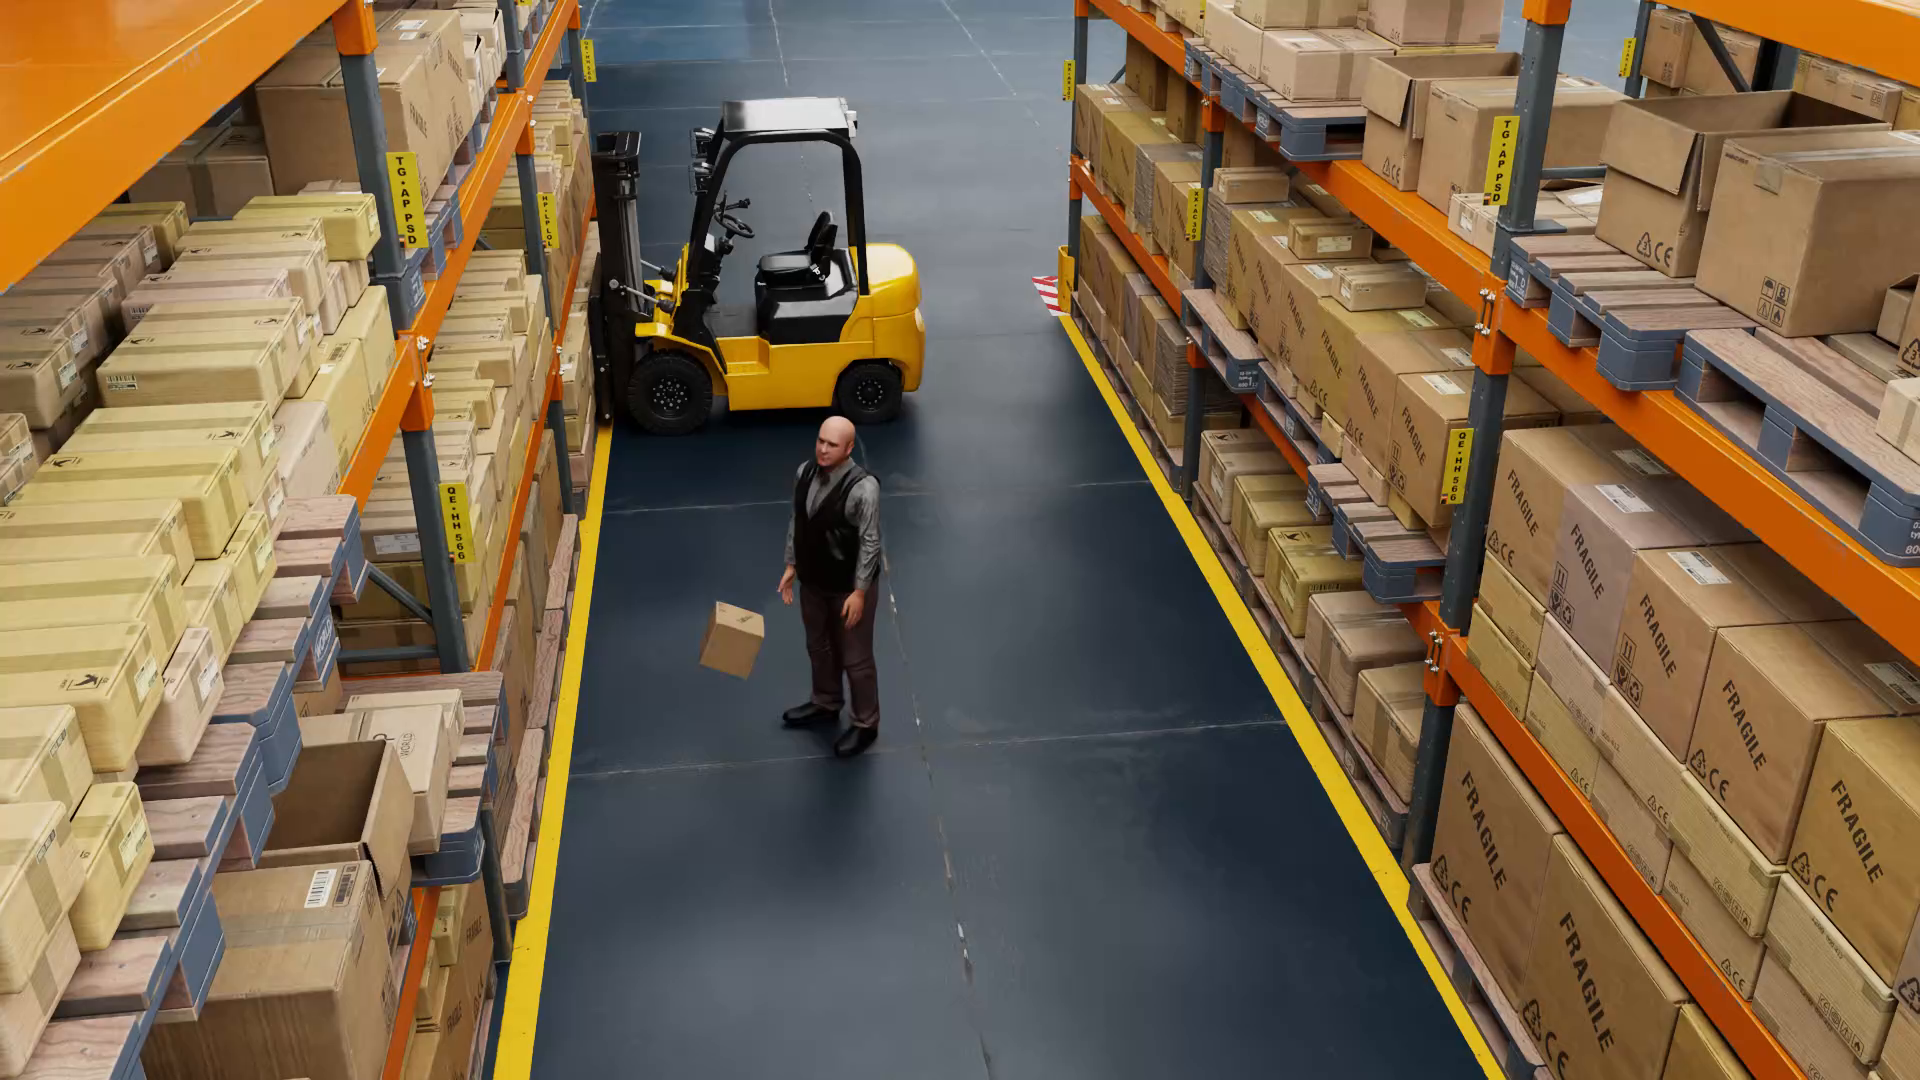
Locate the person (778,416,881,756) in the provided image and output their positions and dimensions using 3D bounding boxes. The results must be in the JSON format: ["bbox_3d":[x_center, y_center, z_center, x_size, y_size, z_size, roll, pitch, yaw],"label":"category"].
[{"bbox_3d":[-0.631,0.215,8.175,0.592,1.733,0.401,21,34,36],"label":"person"}]
